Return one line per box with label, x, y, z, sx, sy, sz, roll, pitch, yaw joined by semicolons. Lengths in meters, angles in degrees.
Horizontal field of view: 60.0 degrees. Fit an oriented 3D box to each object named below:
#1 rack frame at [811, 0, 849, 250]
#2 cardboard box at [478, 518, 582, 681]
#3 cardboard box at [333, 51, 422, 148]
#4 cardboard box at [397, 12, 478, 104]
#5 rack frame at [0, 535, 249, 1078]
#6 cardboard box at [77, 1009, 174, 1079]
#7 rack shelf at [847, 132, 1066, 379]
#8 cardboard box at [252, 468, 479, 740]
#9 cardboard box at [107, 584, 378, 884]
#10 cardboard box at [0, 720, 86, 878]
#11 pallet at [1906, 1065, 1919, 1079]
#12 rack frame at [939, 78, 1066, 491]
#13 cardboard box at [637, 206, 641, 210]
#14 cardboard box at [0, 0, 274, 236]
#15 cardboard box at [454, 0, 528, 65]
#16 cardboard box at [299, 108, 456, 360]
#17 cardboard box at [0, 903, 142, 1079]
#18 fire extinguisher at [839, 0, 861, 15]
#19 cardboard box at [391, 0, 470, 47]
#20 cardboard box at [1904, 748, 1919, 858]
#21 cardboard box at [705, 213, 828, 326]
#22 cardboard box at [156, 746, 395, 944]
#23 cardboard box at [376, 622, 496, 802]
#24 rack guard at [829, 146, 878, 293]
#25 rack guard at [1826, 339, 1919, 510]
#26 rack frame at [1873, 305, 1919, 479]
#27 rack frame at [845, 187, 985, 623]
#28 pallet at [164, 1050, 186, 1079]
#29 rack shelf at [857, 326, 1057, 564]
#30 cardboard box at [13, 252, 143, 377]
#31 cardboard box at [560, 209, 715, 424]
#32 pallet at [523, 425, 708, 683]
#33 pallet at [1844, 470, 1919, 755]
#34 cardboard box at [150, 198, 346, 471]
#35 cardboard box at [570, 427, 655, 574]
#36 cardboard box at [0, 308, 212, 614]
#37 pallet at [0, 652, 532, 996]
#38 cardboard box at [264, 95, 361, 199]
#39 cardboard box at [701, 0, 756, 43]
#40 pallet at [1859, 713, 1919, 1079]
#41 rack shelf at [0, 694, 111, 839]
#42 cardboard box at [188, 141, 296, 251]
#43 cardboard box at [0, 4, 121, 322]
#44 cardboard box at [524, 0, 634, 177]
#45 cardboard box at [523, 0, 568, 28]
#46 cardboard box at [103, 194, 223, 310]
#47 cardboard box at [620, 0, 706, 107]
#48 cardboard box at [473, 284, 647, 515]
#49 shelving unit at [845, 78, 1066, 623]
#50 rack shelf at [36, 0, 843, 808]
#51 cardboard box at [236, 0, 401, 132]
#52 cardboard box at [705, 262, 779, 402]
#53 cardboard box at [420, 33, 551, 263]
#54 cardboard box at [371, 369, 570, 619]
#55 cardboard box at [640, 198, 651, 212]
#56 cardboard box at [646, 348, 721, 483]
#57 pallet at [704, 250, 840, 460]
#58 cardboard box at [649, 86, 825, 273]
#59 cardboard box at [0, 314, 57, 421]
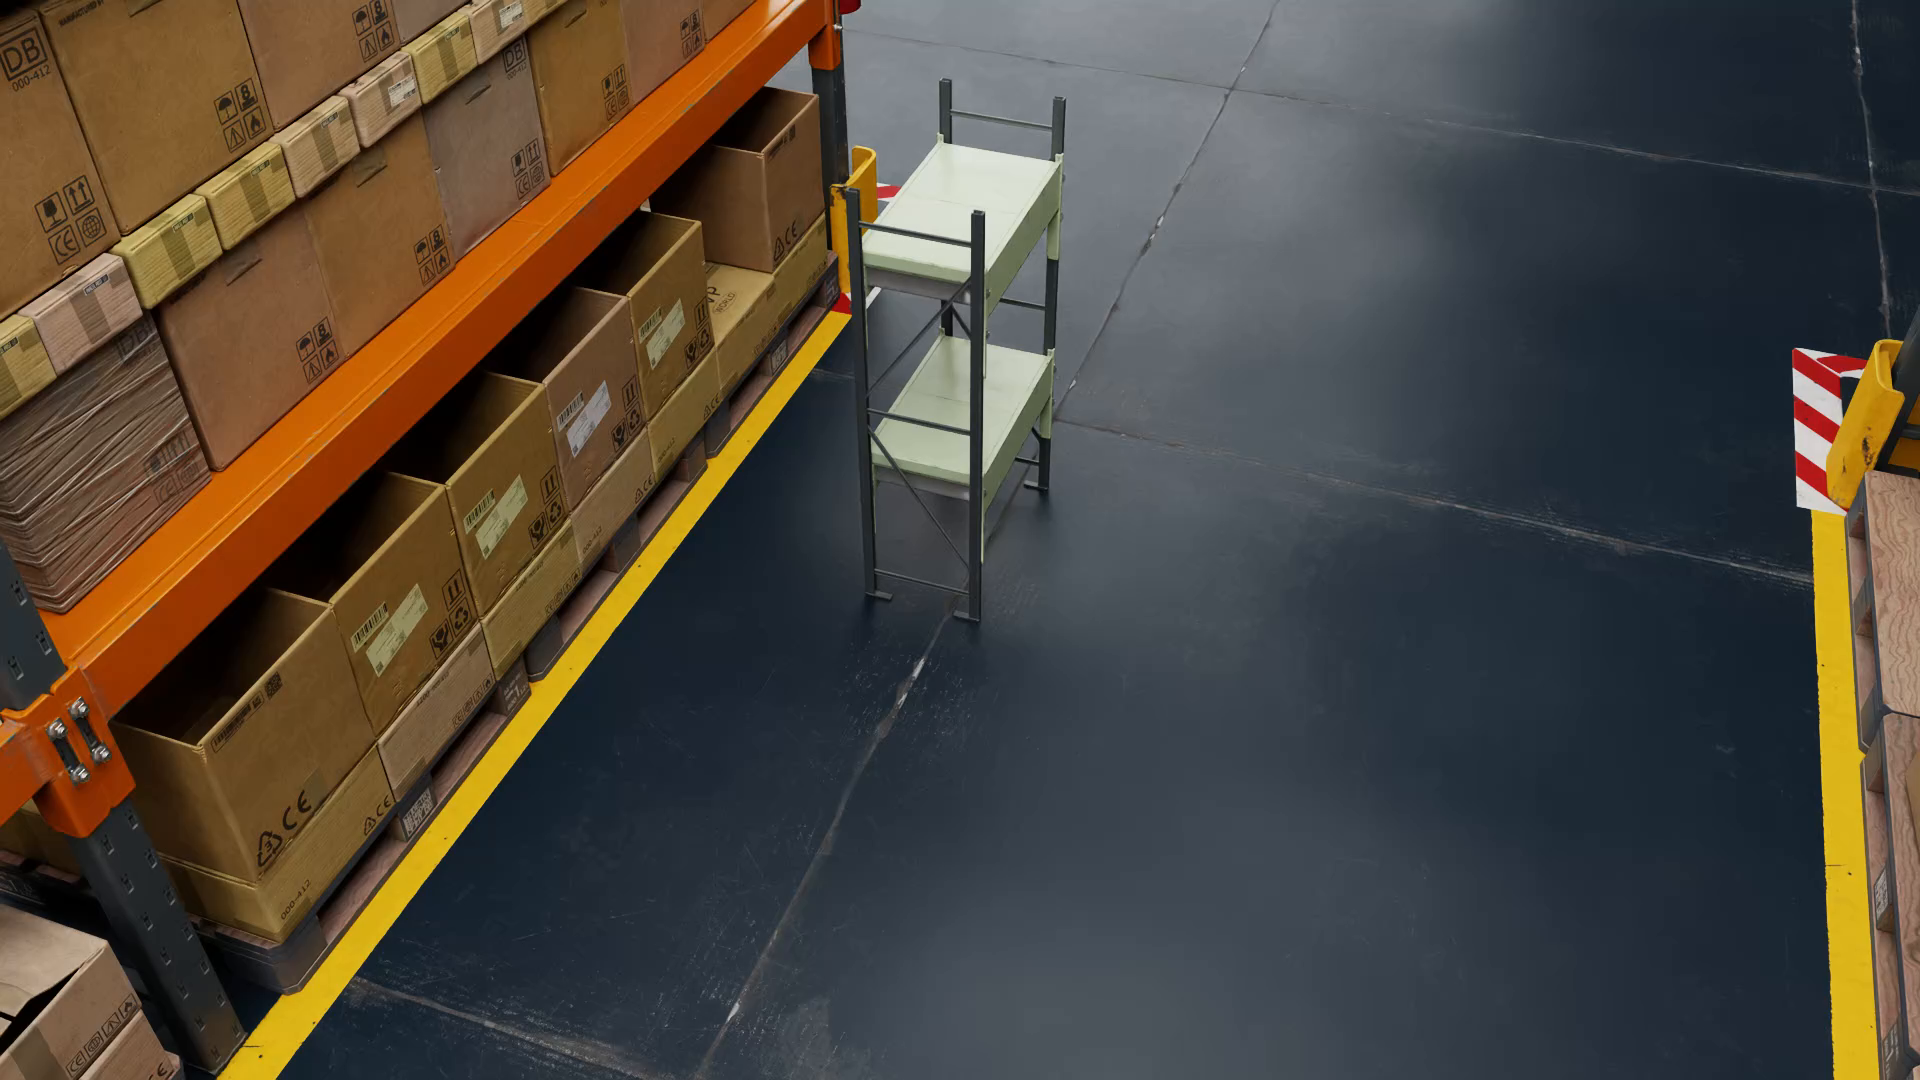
rack frame;-0.944;-2.382;6.230;1.000;3.000;0.127;13;42;15
cardboard box;-1.517;0.121;5.092;0.500;0.250;0.500;13;42;15
cardboard box;-1.601;-1.134;4.192;0.380;0.149;0.250;12;42;14
cardboard box;-1.511;-1.293;4.378;0.380;0.149;0.250;13;42;15
rack frame;-2.312;0.058;3.371;1.000;3.000;0.127;13;42;15
cardboard box;-2.181;1.262;3.755;0.500;0.250;0.500;13;42;15
rack shelf;0.002;-0.872;5.015;0.431;0.370;0.720;13;42;15
cardboard box;-1.695;0.139;4.493;0.500;0.500;0.500;13;42;15
cardboard box;-1.859;0.446;4.134;0.500;0.500;0.500;13;42;15
cardboard box;-2.358;0.613;4.515;0.500;0.250;0.500;13;42;15
pallet;2.541;1.799;3.479;1.003;0.211;1.213;13;42;15
rack frame;0.127;-0.798;5.530;0.400;1.500;0.023;13;42;15
cardboard box;-1.505;-1.197;6.060;0.500;0.500;0.500;13;42;15
cardboard box;-1.994;-1.054;3.598;0.700;0.500;0.500;13;42;15
cardboard box;-1.424;-1.444;4.555;0.380;0.149;0.250;13;42;14
cardboard box;-1.816;-0.880;4.394;0.700;0.500;0.500;14;42;16
cardboard box;-2.181;1.042;3.581;0.500;0.311;0.500;13;42;15
fire extinguisher;-0.467;-2.321;6.219;0.296;0.674;0.183;13;42;15
cardboard box;-1.651;-1.664;4.312;0.700;0.500;0.500;13;42;15
cardboard box;2.899;0.685;4.223;0.700;0.500;0.500;11;42;12
cardboard box;-0.850;-1.103;6.526;0.500;0.250;0.500;13;42;15
cardboard box;-1.868;0.729;4.380;0.500;0.250;0.500;13;42;15
cardboard box;-1.692;0.425;4.736;0.500;0.250;0.500;13;42;15
rack guard;-0.936;-1.445;7.059;1.175;0.500;0.348;13;42;15
rack guard;3.687;-0.287;5.701;1.175;0.500;0.348;13;42;15
rack frame;3.713;-1.284;4.944;1.000;3.000;0.127;13;42;15
rack frame;-0.123;-0.351;5.006;0.400;1.500;0.023;13;42;15
pallet;-2.527;1.577;3.739;1.003;0.211;1.213;13;42;15
rack shelf;0.002;-0.327;5.480;0.431;0.370;0.720;13;42;15
cardboard box;-1.952;-0.501;3.449;0.380;0.149;0.250;14;42;16
cardboard box;-1.176;-0.774;5.564;0.500;0.500;0.500;13;42;15
pallet;-1.585;-0.103;5.709;1.003;0.211;1.213;13;42;15
pallet;3.376;0.310;5.223;1.003;0.211;1.213;13;42;15
cardboard box;-1.992;-0.575;4.036;0.700;0.500;0.500;13;42;15
cardboard box;-1.351;-0.185;5.451;0.500;0.250;0.500;13;42;15
cardboard box;-2.166;-0.252;3.657;0.700;0.500;0.500;12;42;14
pallet;-2.000;0.643;4.833;1.003;0.211;1.213;13;42;15
cardboard box;-1.689;-0.971;4.000;0.380;0.149;0.250;12;42;14
cardboard box;-1.115;-2.138;5.867;0.700;0.500;0.500;13;42;15
pallet;2.957;1.052;4.354;1.003;0.211;1.213;13;42;15
rack shelf;-2.996;1.552;2.174;1.077;0.370;4.000;13;42;15
cardboard box;-1.777;-0.819;3.822;0.380;0.149;0.250;13;42;15
cardboard box;-2.166;-0.745;3.236;0.700;0.500;0.500;13;42;15
cardboard box;-1.466;-1.515;5.137;0.700;0.500;0.500;14;42;15
cardboard box;-1.337;-1.601;4.739;0.380;0.149;0.250;14;43;16
cardboard box;-1.865;-0.659;3.634;0.380;0.149;0.250;12;42;14
cardboard box;-1.291;-1.816;5.491;0.700;0.500;0.500;14;43;16
cardboard box;-1.348;-0.470;5.206;0.500;0.500;0.500;13;42;15
shelving unit;0.002;-0.575;5.268;0.431;1.500;0.755;13;42;15
rack shelf;-1.628;-0.888;5.034;1.077;0.370;4.000;13;42;15
cardboard box;-1.822;-1.359;3.956;0.700;0.500;0.500;13;42;15
cardboard box;-1.009;-0.795;6.166;0.500;0.250;0.500;13;42;15
cardboard box;-1.642;-1.193;4.760;0.700;0.500;0.500;15;43;16
cardboard box;-1.517;-0.164;4.849;0.500;0.500;0.500;13;42;15
cardboard box;-1.336;-1.218;6.661;0.500;0.250;0.500;13;42;15
cardboard box;-1.179;-0.490;5.808;0.500;0.250;0.500;13;42;15
pallet;-1.166;-0.845;6.578;1.003;0.211;1.213;13;42;15
cardboard box;-0.848;-1.387;6.282;0.500;0.500;0.500;13;42;15
cardboard box;-2.038;-0.348;3.270;0.380;0.149;0.250;13;42;15
